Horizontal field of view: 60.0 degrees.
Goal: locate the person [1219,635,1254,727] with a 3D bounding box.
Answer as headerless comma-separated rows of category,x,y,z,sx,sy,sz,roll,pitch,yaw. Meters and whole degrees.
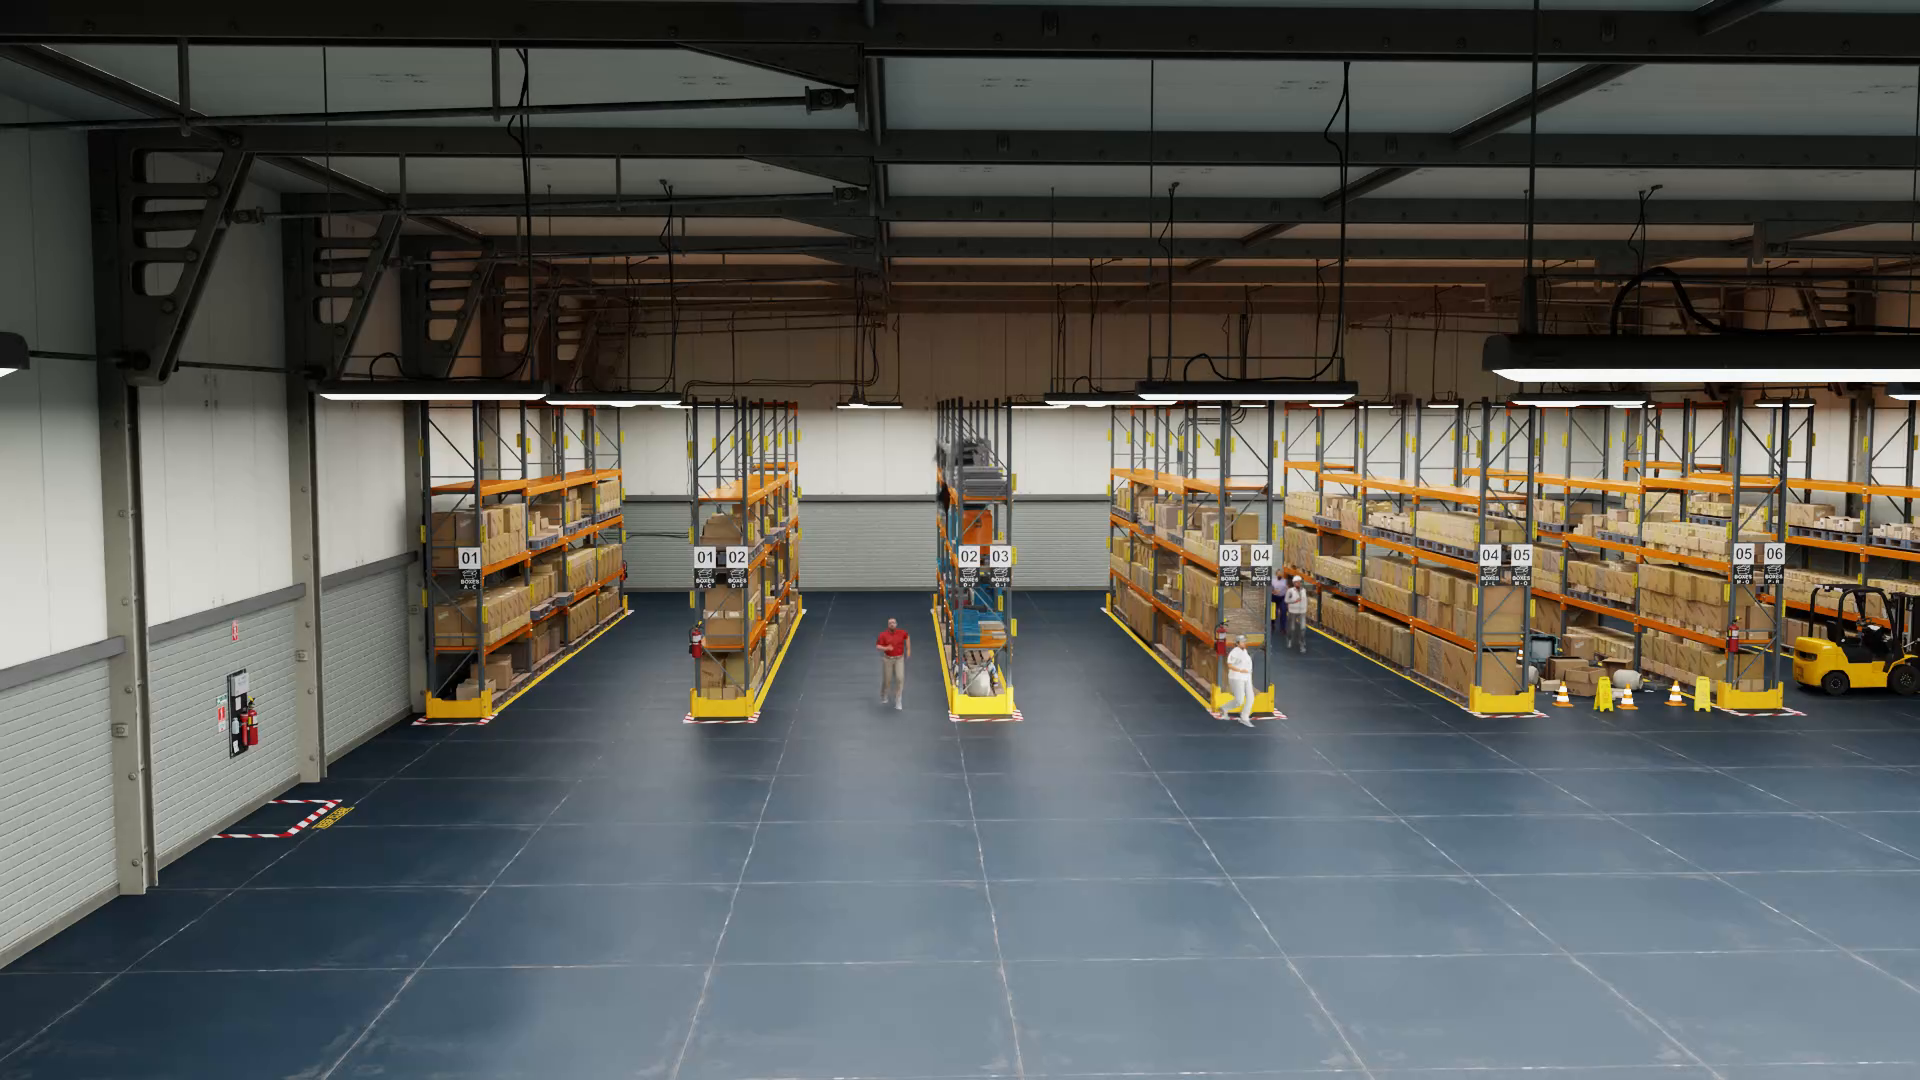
person,5.074,2.571,30.415,0.667,1.678,0.603,4,6,43

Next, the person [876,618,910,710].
person,-1.292,2.386,32.214,0.672,1.787,0.925,-1,4,-7

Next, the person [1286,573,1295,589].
person,9.762,1.114,49.014,0.614,1.641,0.749,1,4,8

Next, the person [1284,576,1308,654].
person,8.037,1.758,39.744,0.658,1.829,0.828,0,4,-6

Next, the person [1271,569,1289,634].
person,8.220,1.568,42.866,0.612,1.634,0.894,0,4,-5
